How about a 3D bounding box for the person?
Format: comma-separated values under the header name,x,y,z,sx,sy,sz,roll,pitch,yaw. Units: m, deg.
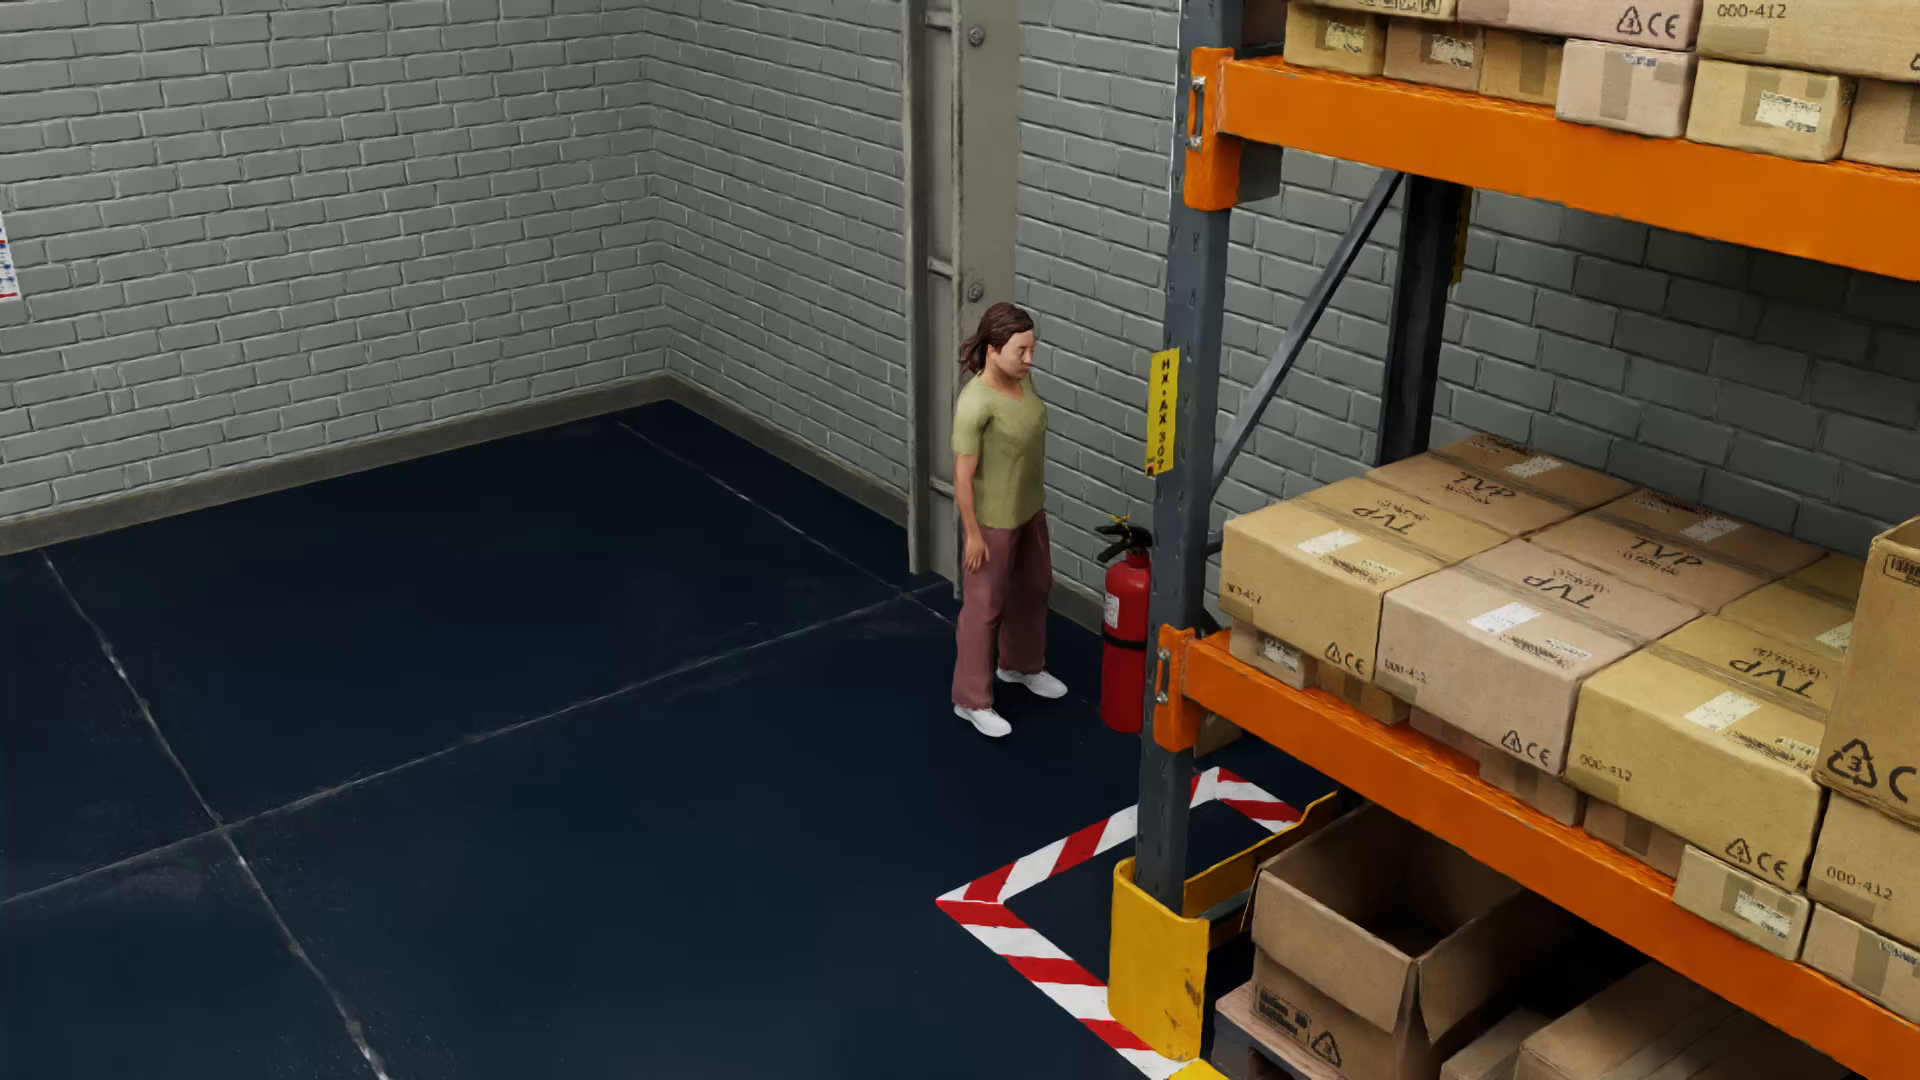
name,x,y,z,sx,sy,sz,roll,pitch,yaw
person,0.174,-0.089,6.236,0.346,1.679,0.552,13,28,27
